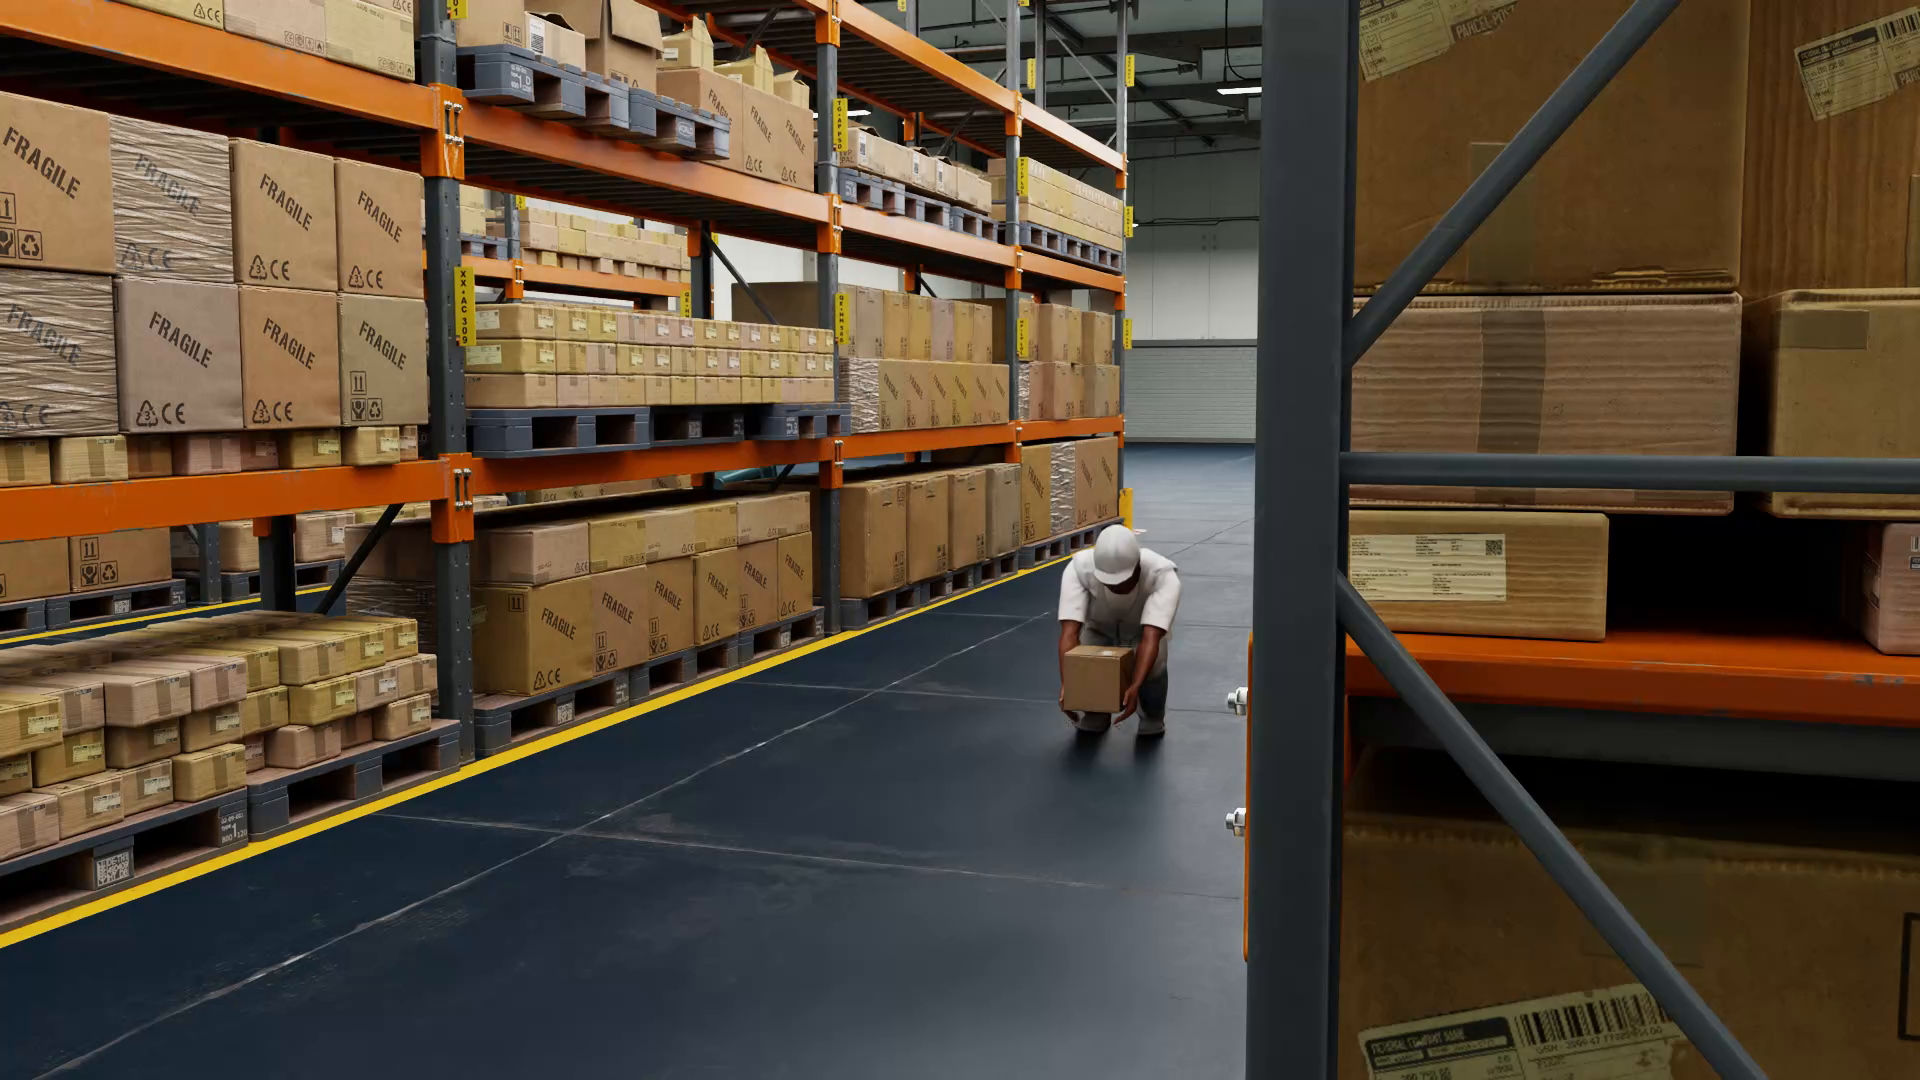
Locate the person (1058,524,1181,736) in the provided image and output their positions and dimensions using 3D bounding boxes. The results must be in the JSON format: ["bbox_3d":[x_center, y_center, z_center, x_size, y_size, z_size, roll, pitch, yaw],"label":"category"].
[{"bbox_3d":[0.744,0.411,7.598,0.547,1.008,0.905,2,5,18],"label":"person"}]
